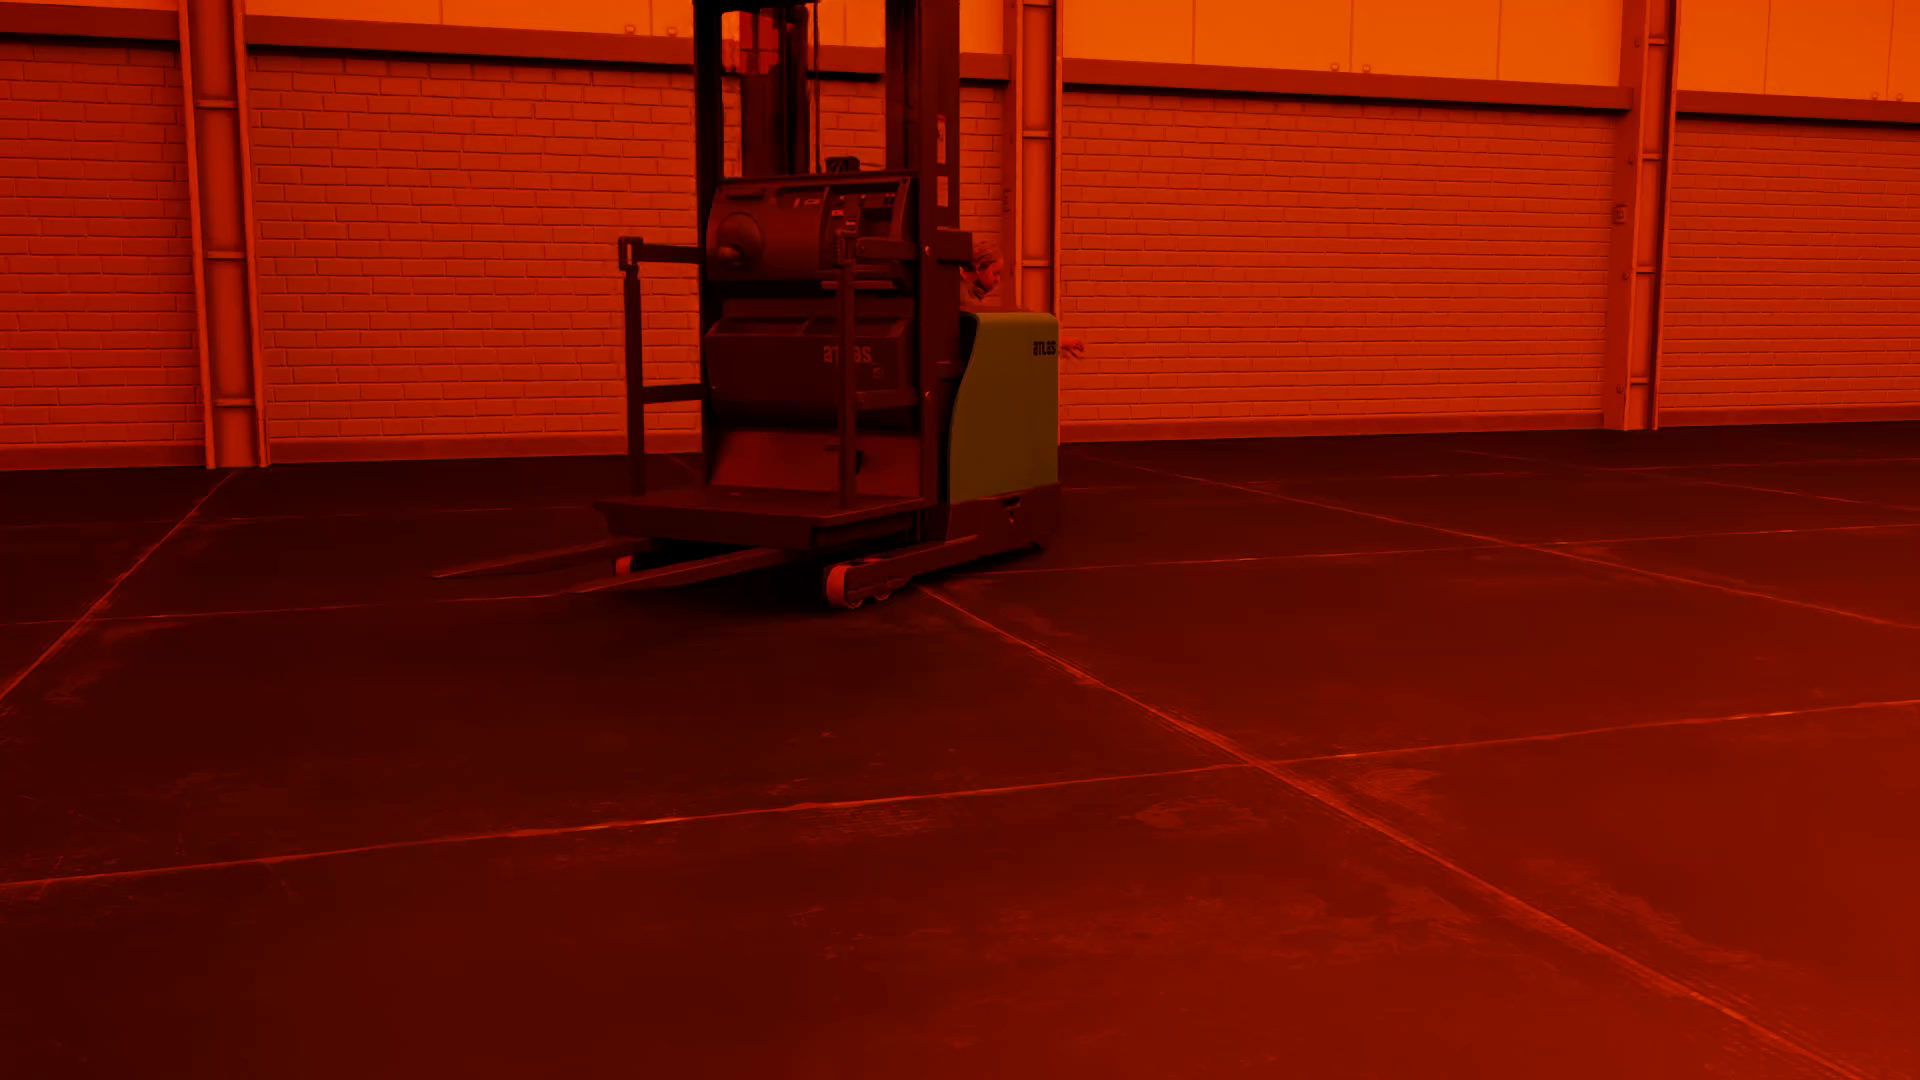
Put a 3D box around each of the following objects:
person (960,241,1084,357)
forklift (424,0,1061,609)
[{"bbox_3d":[0.250,-0.802,8.536,0.716,1.420,0.873,-1,8,-9],"label":"person"},{"bbox_3d":[-0.708,-1.269,6.380,1.130,2.935,3.031,4,9,29],"label":"forklift"}]
